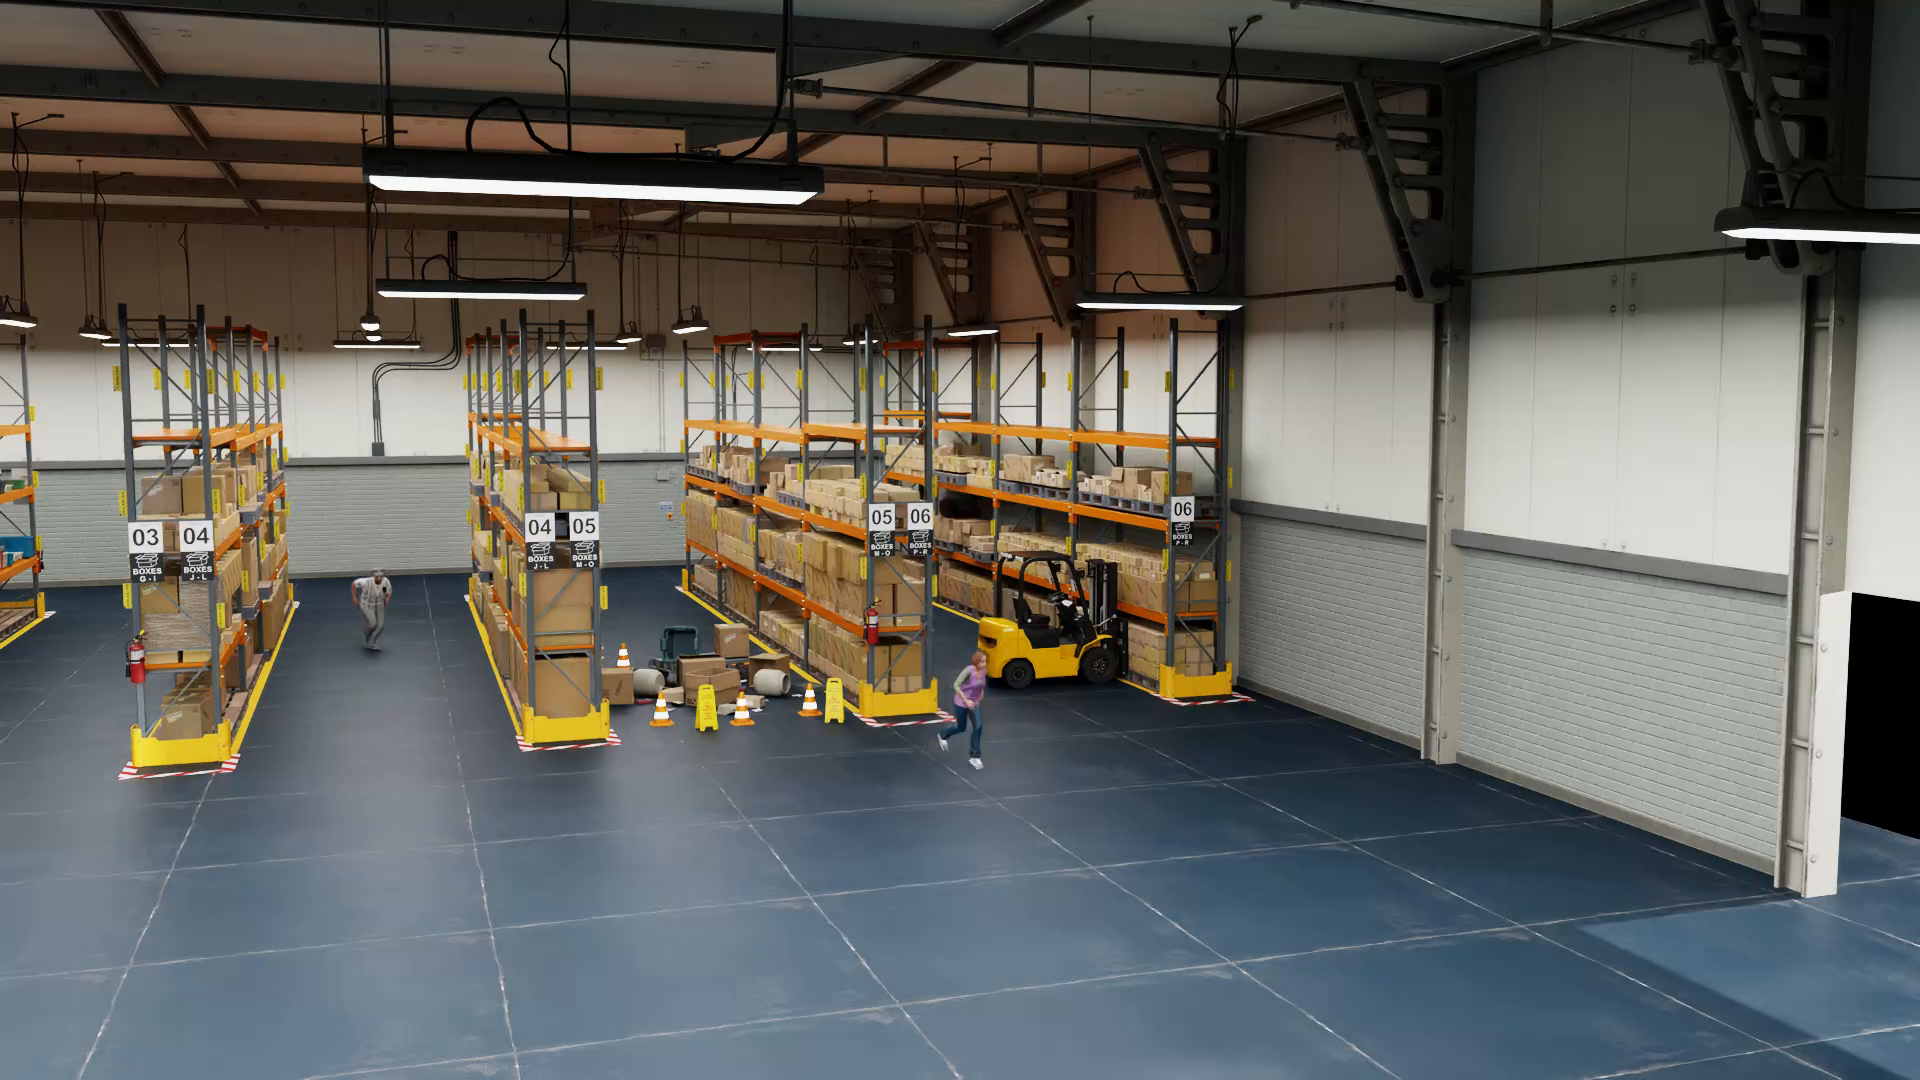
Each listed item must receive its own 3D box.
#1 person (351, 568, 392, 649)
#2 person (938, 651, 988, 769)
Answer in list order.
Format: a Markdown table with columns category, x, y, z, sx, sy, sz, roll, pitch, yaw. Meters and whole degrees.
| category | x | y | z | sx | sy | sz | roll | pitch | yaw |
| --- | --- | --- | --- | --- | --- | --- | --- | --- | --- |
| person | -10.945 | 1.287 | 30.975 | 0.694 | 1.571 | 0.889 | -4 | 7 | -38 |
| person | 0.036 | 2.189 | 21.877 | 0.903 | 1.549 | 0.562 | 5 | 8 | 44 |
